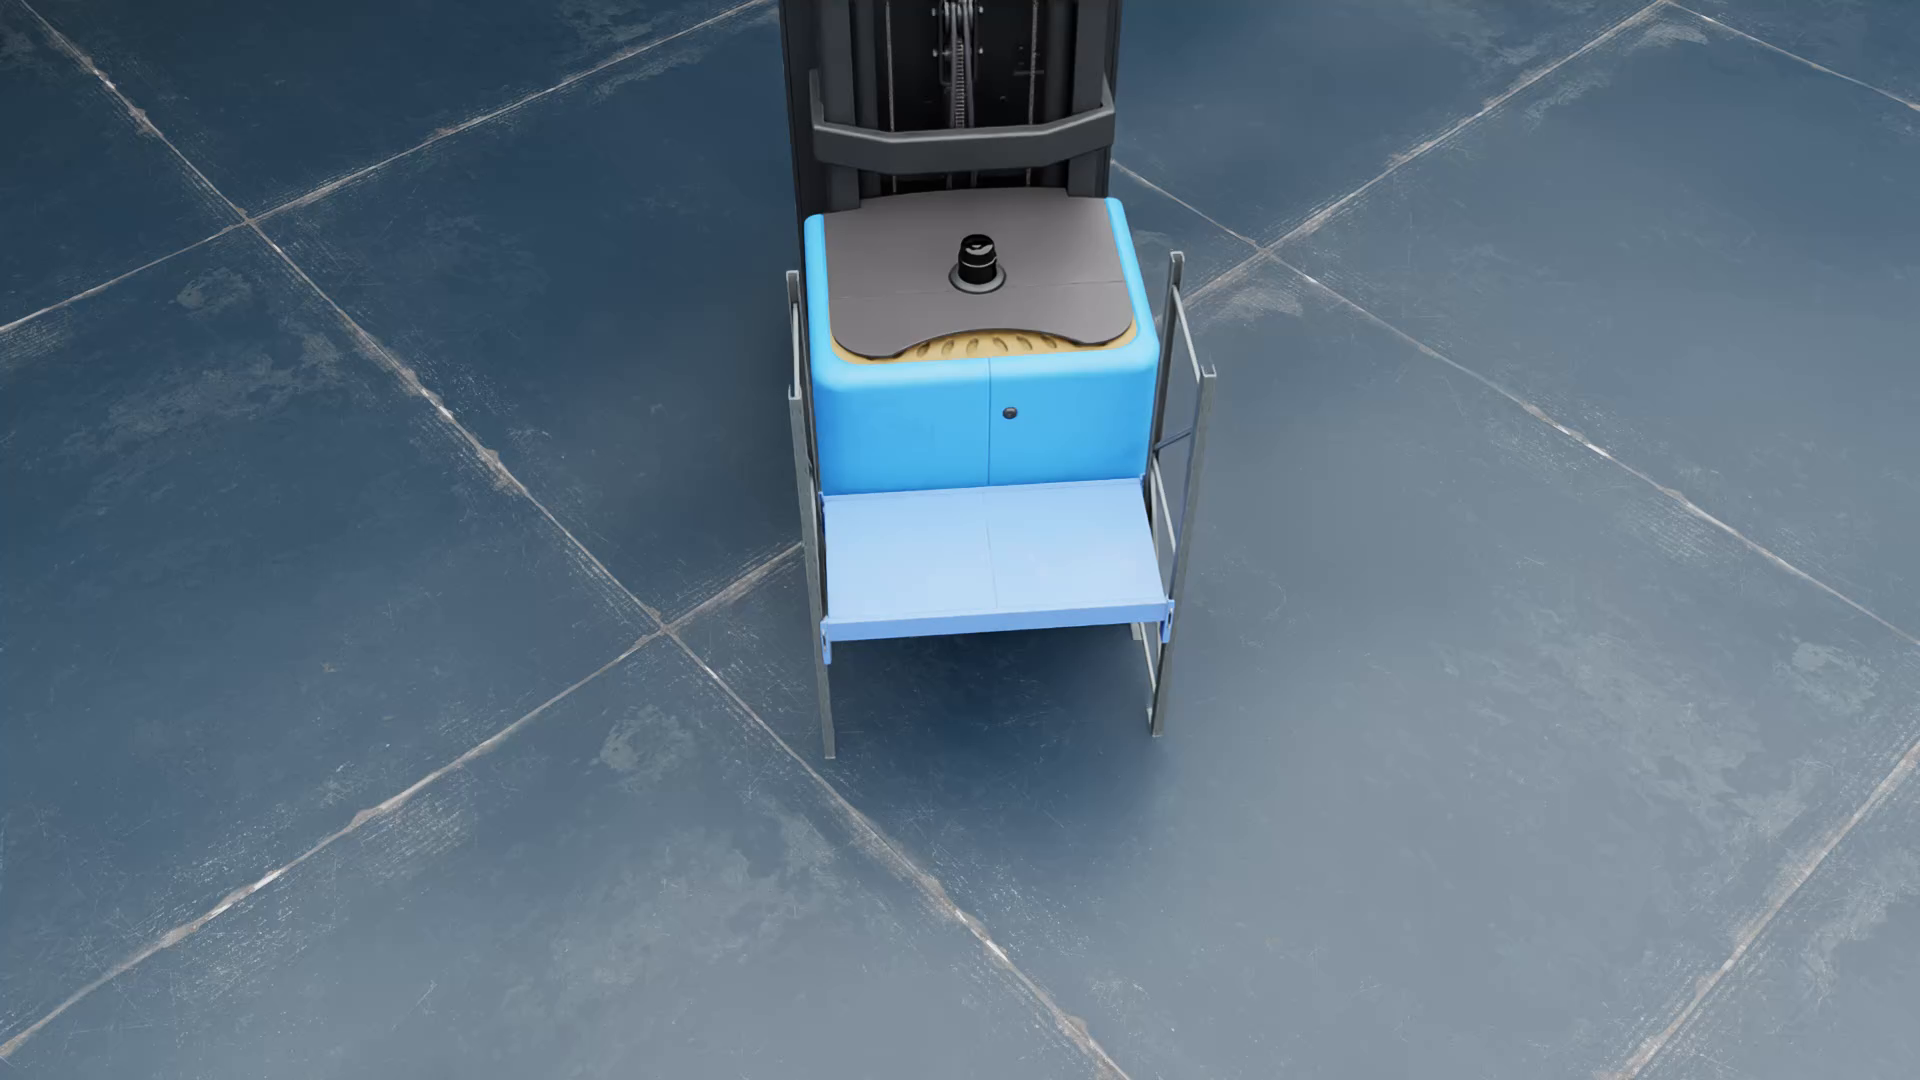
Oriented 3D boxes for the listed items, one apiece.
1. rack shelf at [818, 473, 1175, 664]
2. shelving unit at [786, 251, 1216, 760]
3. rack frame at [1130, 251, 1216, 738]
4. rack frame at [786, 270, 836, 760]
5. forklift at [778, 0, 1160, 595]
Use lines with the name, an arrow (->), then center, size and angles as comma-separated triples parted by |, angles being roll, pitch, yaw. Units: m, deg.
rack shelf -> 0.087, 0.077, 4.903 | 1.000, 0.185, 0.538 | -3, 47, -3
shelving unit -> 0.087, -0.045, 4.771 | 1.048, 1.500, 0.538 | -3, 47, -3
rack frame -> 0.594, -0.075, 4.799 | 0.032, 1.500, 0.500 | -3, 47, -3
rack frame -> -0.419, -0.015, 4.743 | 0.032, 1.500, 0.500 | -3, 47, -3
forklift -> -0.053, -1.849, 5.462 | 1.130, 2.935, 3.031 | -4, 47, -4
